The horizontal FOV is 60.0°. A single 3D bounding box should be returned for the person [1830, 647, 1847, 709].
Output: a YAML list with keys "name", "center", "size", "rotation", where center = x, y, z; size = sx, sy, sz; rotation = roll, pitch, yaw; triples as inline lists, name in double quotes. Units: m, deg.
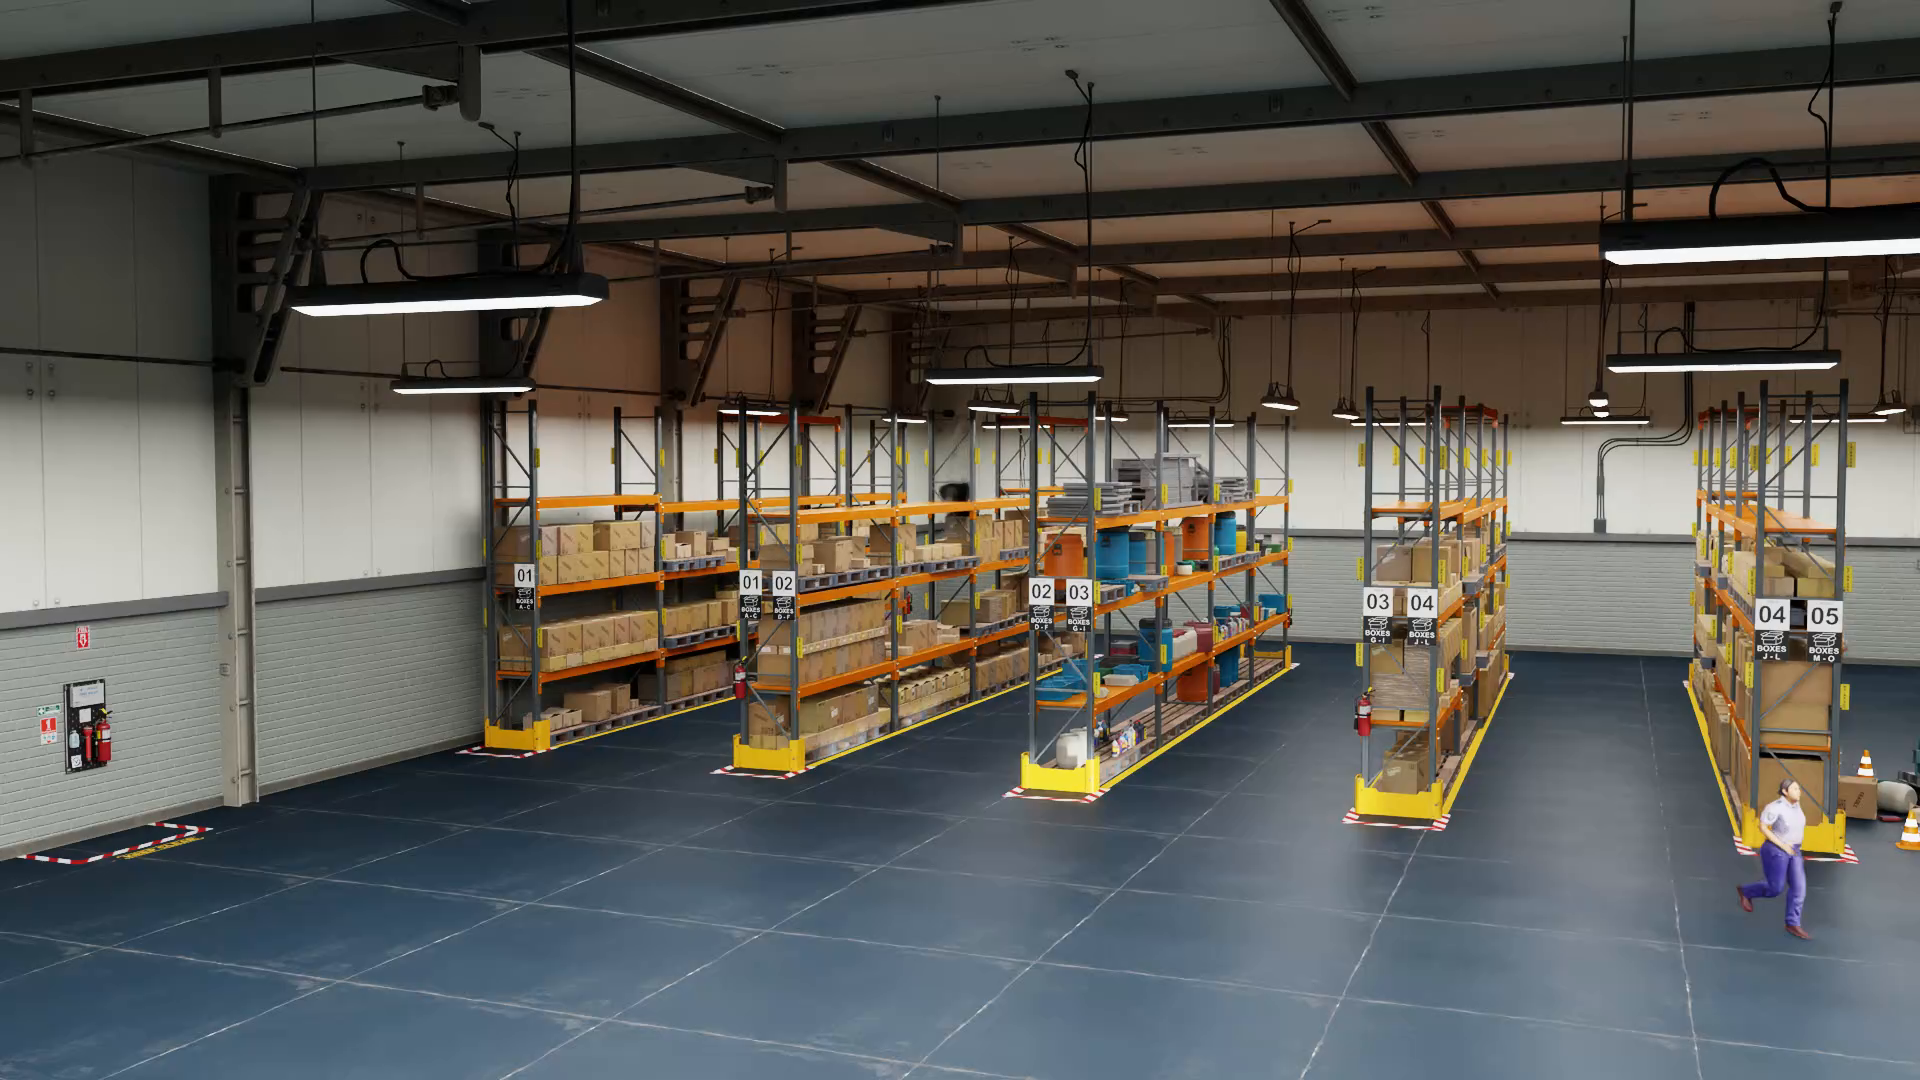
- name: "person"
  center: [17.195, 2.510, 32.916]
  size: [0.664, 1.803, 0.777]
  rotation: [1, 3, 16]

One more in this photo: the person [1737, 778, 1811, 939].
- name: "person"
  center: [8.699, 3.339, 17.668]
  size: [0.631, 1.629, 0.846]
  rotation: [-2, 3, -29]

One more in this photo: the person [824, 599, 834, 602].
- name: "person"
  center: [-2.723, 2.091, 35.220]
  size: [0.664, 1.803, 0.827]
  rotation: [1, 3, 21]
